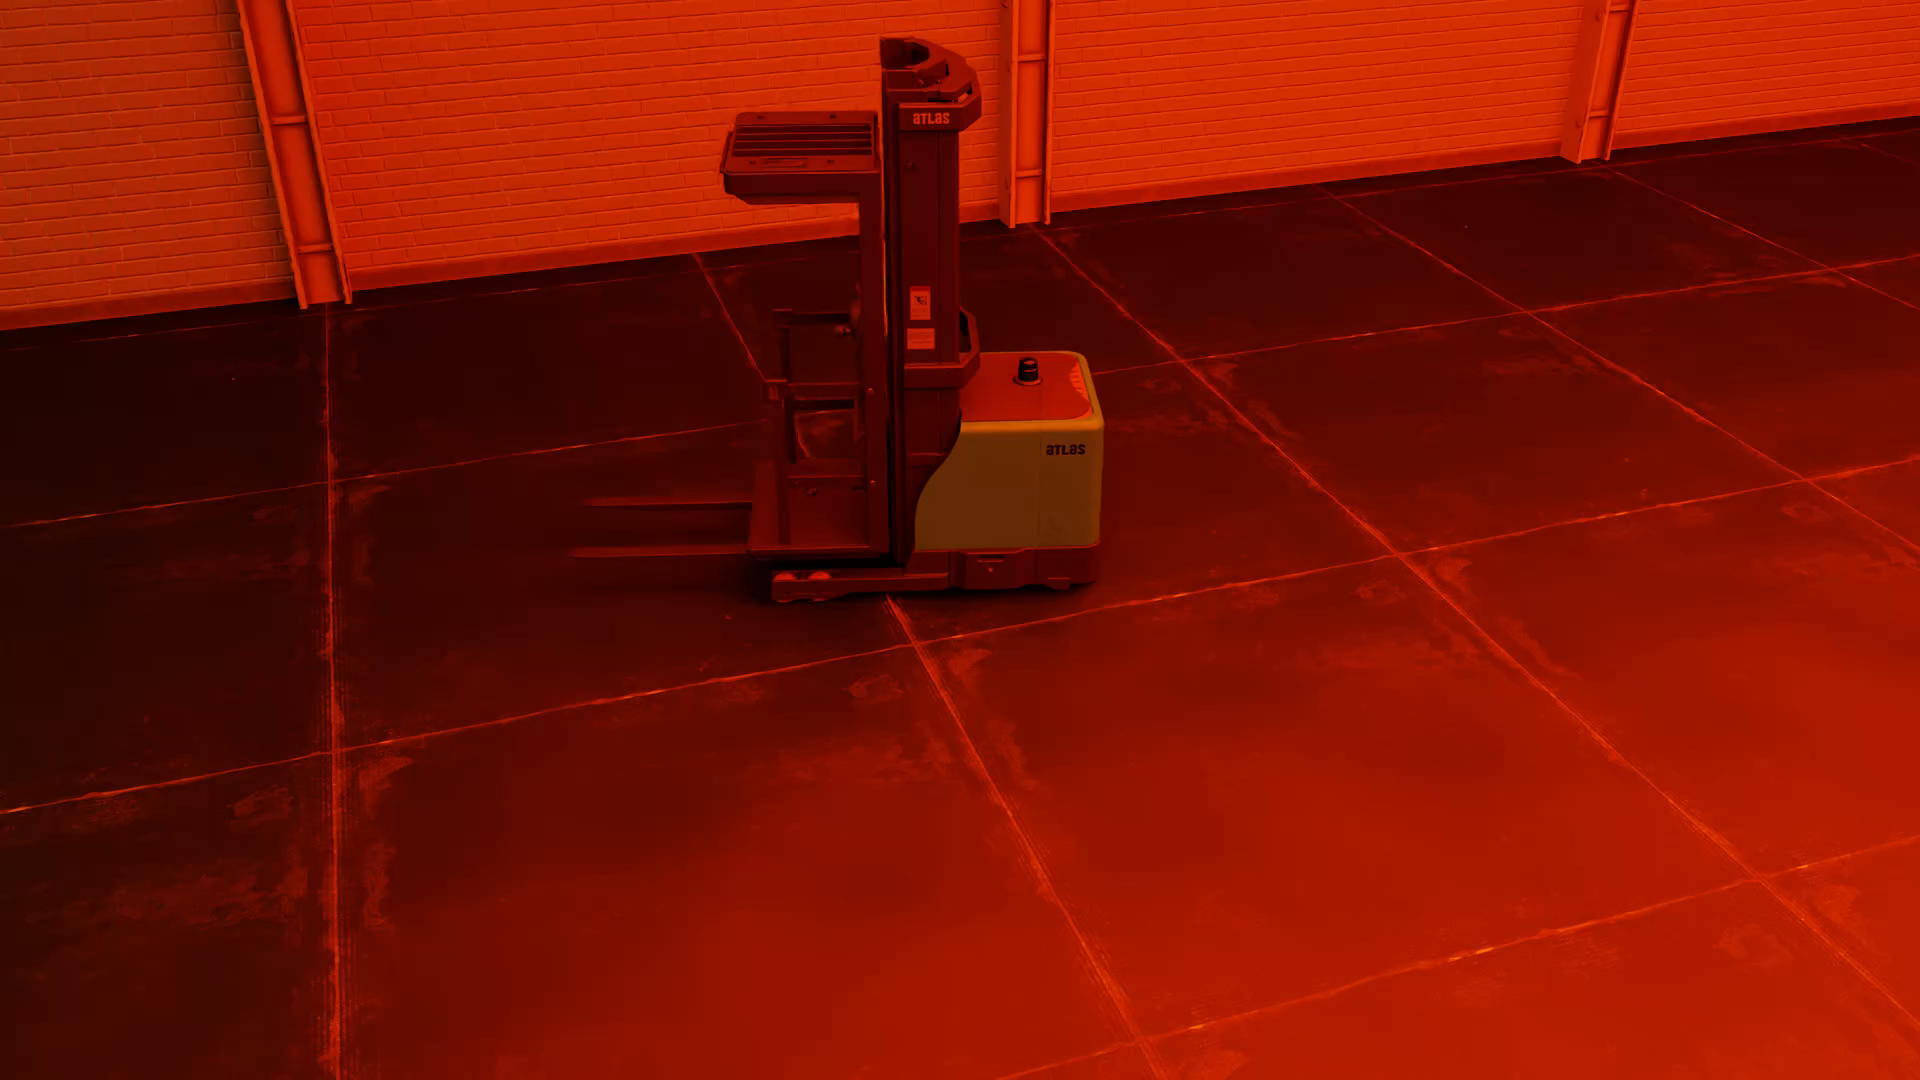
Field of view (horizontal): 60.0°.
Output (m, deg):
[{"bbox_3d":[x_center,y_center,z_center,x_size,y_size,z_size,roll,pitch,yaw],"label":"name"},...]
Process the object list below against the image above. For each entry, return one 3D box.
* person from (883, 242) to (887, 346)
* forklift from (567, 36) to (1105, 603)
[{"bbox_3d":[-0.328,-1.382,10.642,0.393,1.732,0.764,0,30,0],"label":"person"},{"bbox_3d":[-0.732,-1.188,9.151,3.031,2.935,1.130,-1,30,-2],"label":"forklift"}]
